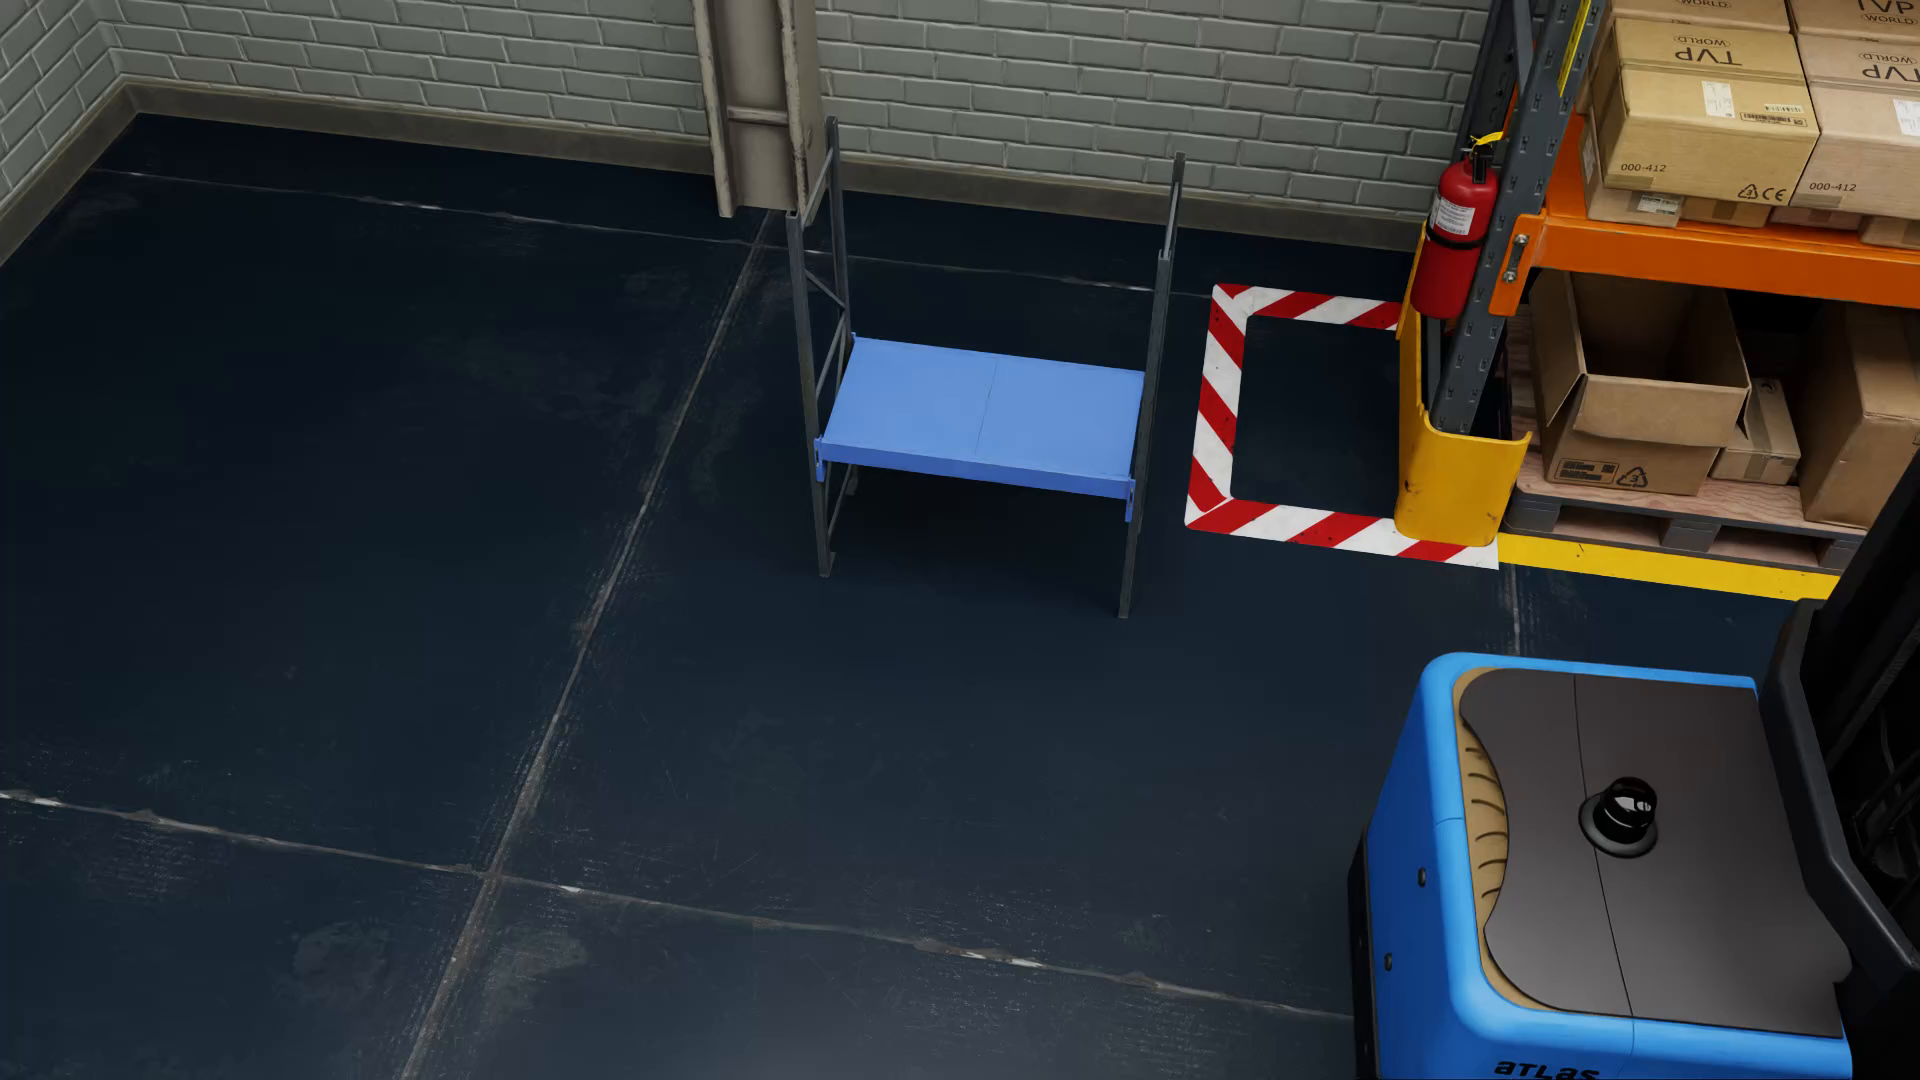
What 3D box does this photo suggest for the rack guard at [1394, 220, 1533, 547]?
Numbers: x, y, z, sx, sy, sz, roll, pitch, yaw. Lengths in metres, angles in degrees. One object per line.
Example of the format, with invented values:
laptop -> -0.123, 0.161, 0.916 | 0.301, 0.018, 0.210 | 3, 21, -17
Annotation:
rack guard -> 1.778, -0.584, 5.939 | 0.348, 0.500, 1.175 | 8, 49, 7

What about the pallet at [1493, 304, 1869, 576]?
pallet -> 2.563, -0.383, 5.953 | 1.213, 0.211, 1.003 | 8, 49, 7

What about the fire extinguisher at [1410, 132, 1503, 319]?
fire extinguisher -> 1.477, -0.961, 4.899 | 0.183, 0.674, 0.296 | 8, 49, 7

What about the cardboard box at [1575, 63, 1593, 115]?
cardboard box -> 2.077, -1.499, 5.249 | 0.250, 0.149, 0.380 | 7, 48, 6

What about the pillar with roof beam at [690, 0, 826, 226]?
pillar with roof beam -> -1.555, -1.300, 0.869 | 0.400, 9.000, 9.100 | 8, 49, 7

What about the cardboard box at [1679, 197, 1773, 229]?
cardboard box -> 2.237, -1.102, 4.892 | 0.250, 0.149, 0.380 | 9, 49, 8

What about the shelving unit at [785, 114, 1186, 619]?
shelving unit -> 0.084, -0.490, 5.182 | 1.048, 1.500, 0.538 | 8, 49, 7

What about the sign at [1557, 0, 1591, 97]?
sign -> 1.607, -1.322, 4.339 | 0.005, 0.325, 0.100 | 8, 49, 7

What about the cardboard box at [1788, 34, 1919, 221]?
cardboard box -> 2.598, -1.156, 4.673 | 0.500, 0.250, 0.500 | 8, 49, 7

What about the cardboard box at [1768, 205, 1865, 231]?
cardboard box -> 2.502, -1.093, 4.884 | 0.250, 0.149, 0.380 | 7, 48, 6

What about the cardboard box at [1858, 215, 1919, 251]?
cardboard box -> 2.739, -1.014, 4.814 | 0.250, 0.149, 0.380 | 9, 49, 8

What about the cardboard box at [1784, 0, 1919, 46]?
cardboard box -> 2.711, -1.544, 5.021 | 0.500, 0.250, 0.500 | 8, 49, 7

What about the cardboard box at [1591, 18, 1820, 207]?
cardboard box -> 2.102, -1.222, 4.732 | 0.500, 0.250, 0.500 | 8, 49, 7

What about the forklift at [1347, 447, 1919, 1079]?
forklift -> 2.571, 0.485, 3.344 | 3.031, 2.935, 1.130 | 5, 48, 4

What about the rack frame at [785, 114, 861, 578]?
rack frame -> -0.416, -0.557, 5.242 | 0.032, 1.500, 0.500 | 8, 49, 7

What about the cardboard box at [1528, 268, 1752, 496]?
cardboard box -> 2.289, -0.586, 5.656 | 0.637, 0.503, 0.797 | 6, 48, 5

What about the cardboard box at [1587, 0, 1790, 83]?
cardboard box -> 2.203, -1.613, 5.083 | 0.500, 0.250, 0.500 | 9, 49, 8

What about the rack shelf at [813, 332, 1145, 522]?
rack shelf -> 0.084, -0.370, 5.316 | 1.000, 0.185, 0.538 | 8, 49, 7

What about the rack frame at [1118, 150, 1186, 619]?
rack frame -> 0.584, -0.423, 5.122 | 0.032, 1.500, 0.500 | 8, 49, 7

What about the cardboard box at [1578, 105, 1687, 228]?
cardboard box -> 1.978, -1.102, 4.892 | 0.250, 0.149, 0.380 | 7, 48, 7

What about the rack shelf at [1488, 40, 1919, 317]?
rack shelf -> 3.672, -0.925, 5.048 | 4.000, 0.370, 1.077 | 8, 49, 7

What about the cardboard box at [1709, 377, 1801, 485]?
cardboard box -> 2.700, -0.383, 5.711 | 0.250, 0.149, 0.380 | 6, 48, 5

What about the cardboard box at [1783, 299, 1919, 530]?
cardboard box -> 3.123, -0.443, 5.530 | 0.500, 0.500, 0.700 | 9, 49, 8

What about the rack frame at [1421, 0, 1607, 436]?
rack frame -> 1.704, -1.430, 5.018 | 0.127, 3.000, 1.000 | 8, 49, 7
